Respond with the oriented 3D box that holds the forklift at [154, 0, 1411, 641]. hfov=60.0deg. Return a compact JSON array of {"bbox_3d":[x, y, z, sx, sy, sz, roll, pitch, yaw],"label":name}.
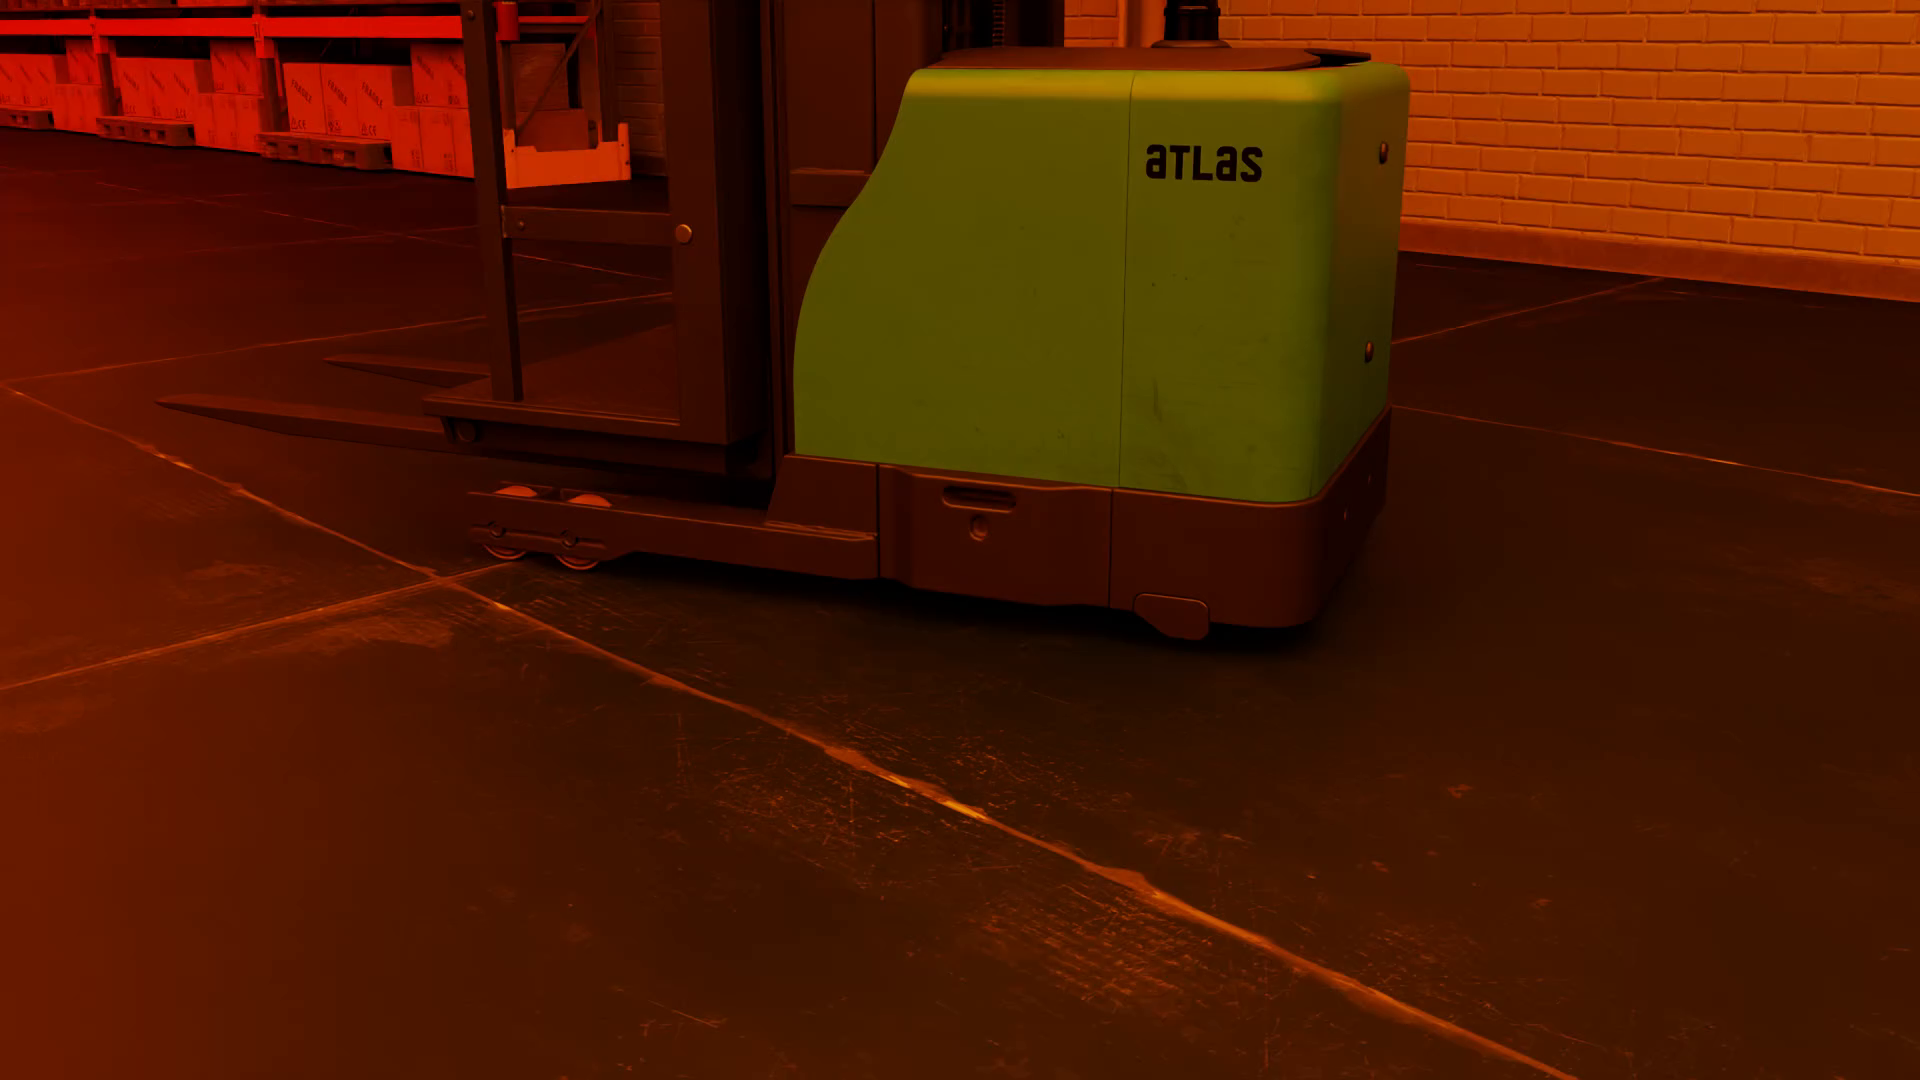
[{"bbox_3d":[-0.563,-1.469,3.684,3.031,2.935,1.130,7,18,21],"label":"forklift"}]
